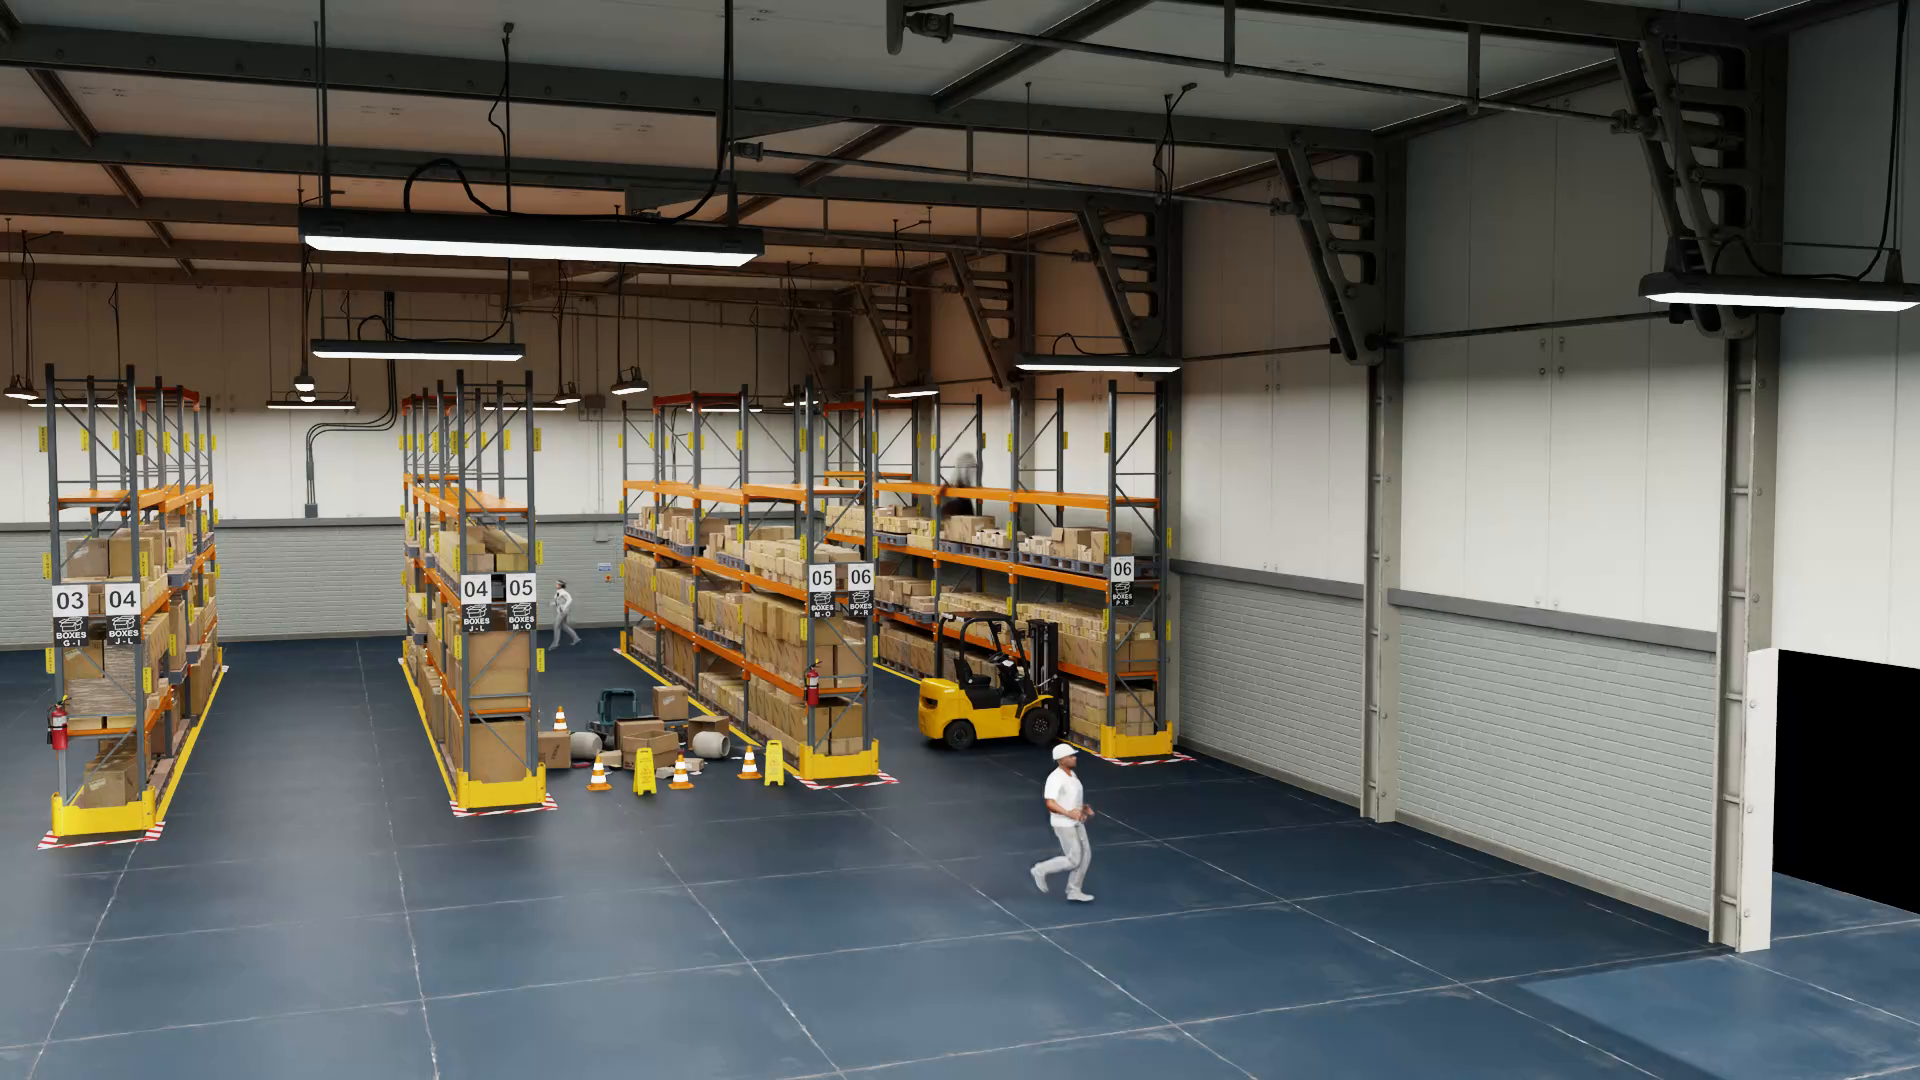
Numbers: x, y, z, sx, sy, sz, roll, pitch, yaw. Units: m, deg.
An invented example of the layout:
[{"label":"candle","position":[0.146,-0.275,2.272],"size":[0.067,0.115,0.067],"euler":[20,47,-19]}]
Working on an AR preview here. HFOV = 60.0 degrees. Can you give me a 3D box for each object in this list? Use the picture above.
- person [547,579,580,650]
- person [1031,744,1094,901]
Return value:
[{"label":"person","position":[-9.640,1.798,40.424],"size":[0.803,1.740,0.627],"euler":[-1,4,-18]},{"label":"person","position":[1.139,3.079,18.166],"size":[0.687,1.722,0.705],"euler":[1,4,22]}]
